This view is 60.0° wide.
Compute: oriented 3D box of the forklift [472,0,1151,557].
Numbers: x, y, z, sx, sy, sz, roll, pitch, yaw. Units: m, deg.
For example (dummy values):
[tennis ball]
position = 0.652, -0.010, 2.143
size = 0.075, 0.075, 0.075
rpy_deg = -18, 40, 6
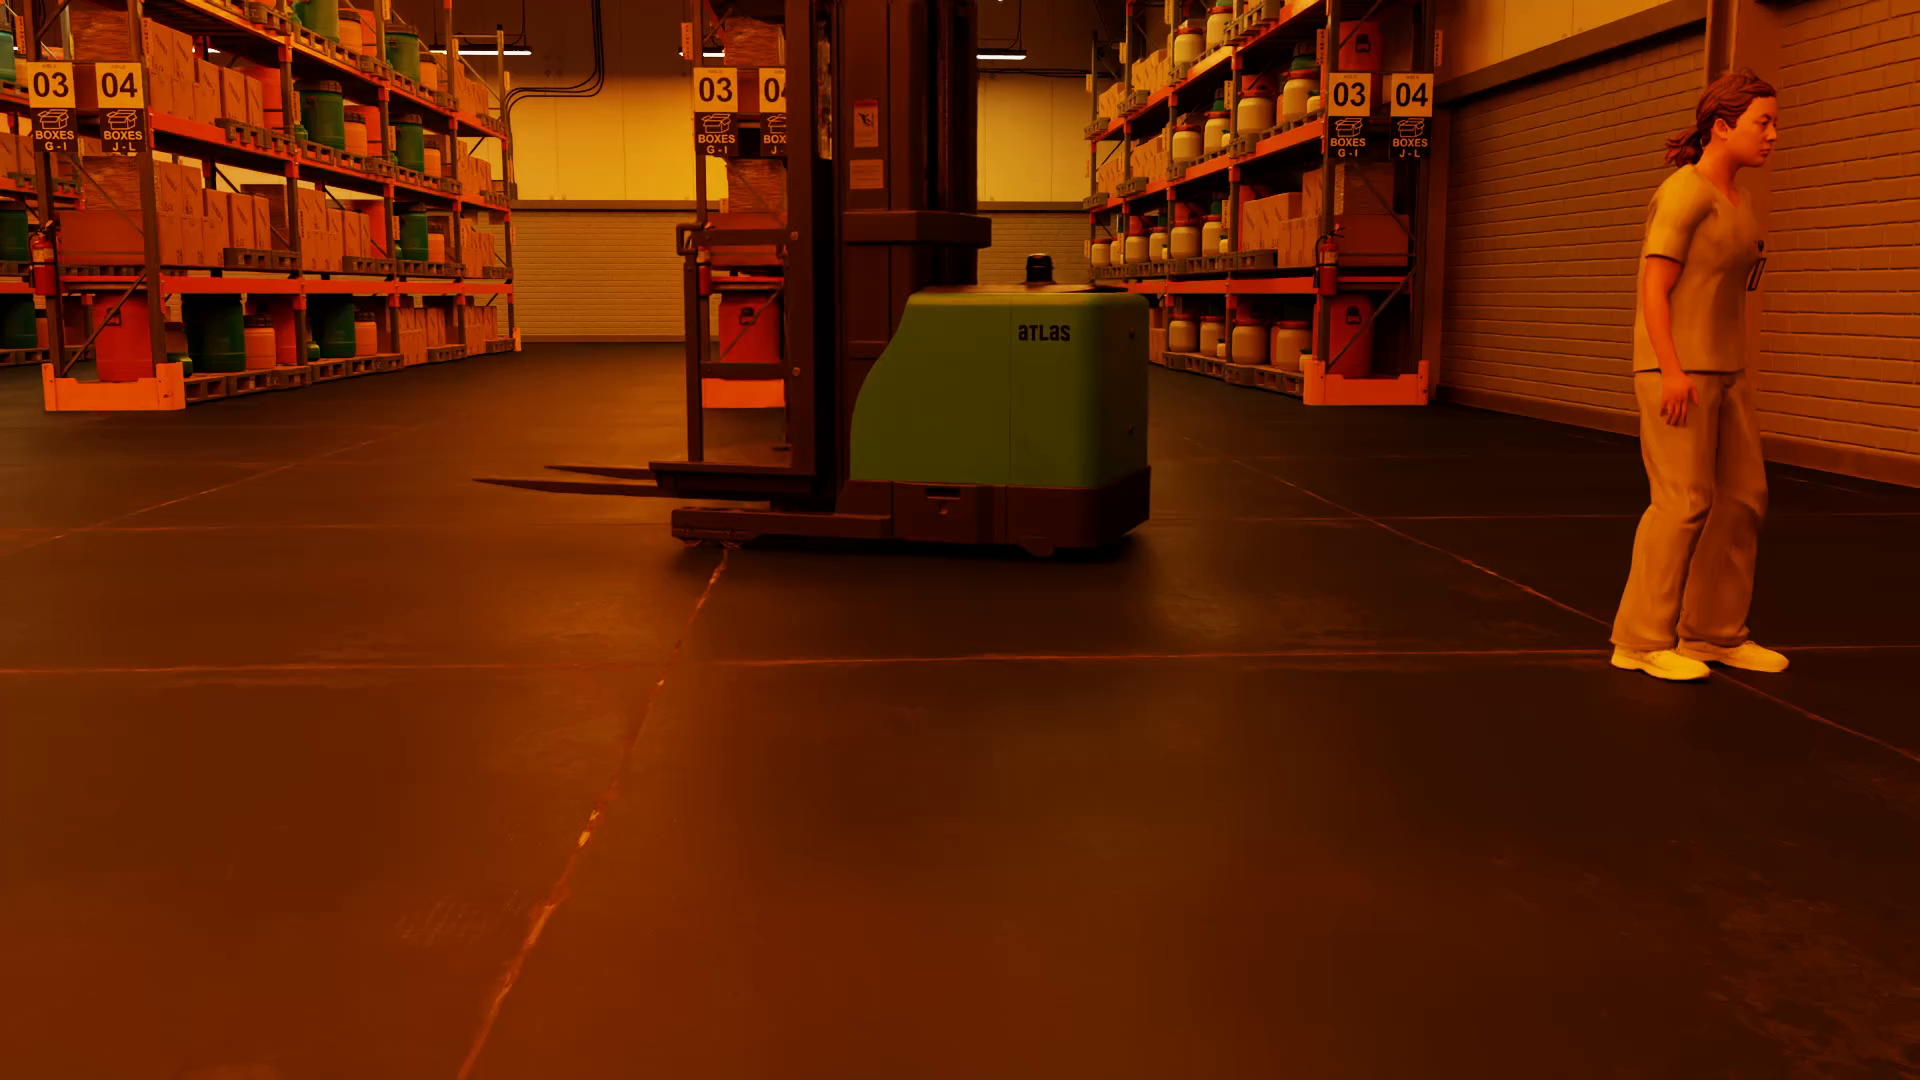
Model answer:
[forklift]
position = -0.720, -1.486, 7.336
size = 3.031, 2.935, 1.130
rpy_deg = 3, 9, 19

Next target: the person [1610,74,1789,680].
[person]
position = 2.112, -0.447, 4.682
size = 0.497, 1.673, 0.391
rpy_deg = -7, 11, -38
